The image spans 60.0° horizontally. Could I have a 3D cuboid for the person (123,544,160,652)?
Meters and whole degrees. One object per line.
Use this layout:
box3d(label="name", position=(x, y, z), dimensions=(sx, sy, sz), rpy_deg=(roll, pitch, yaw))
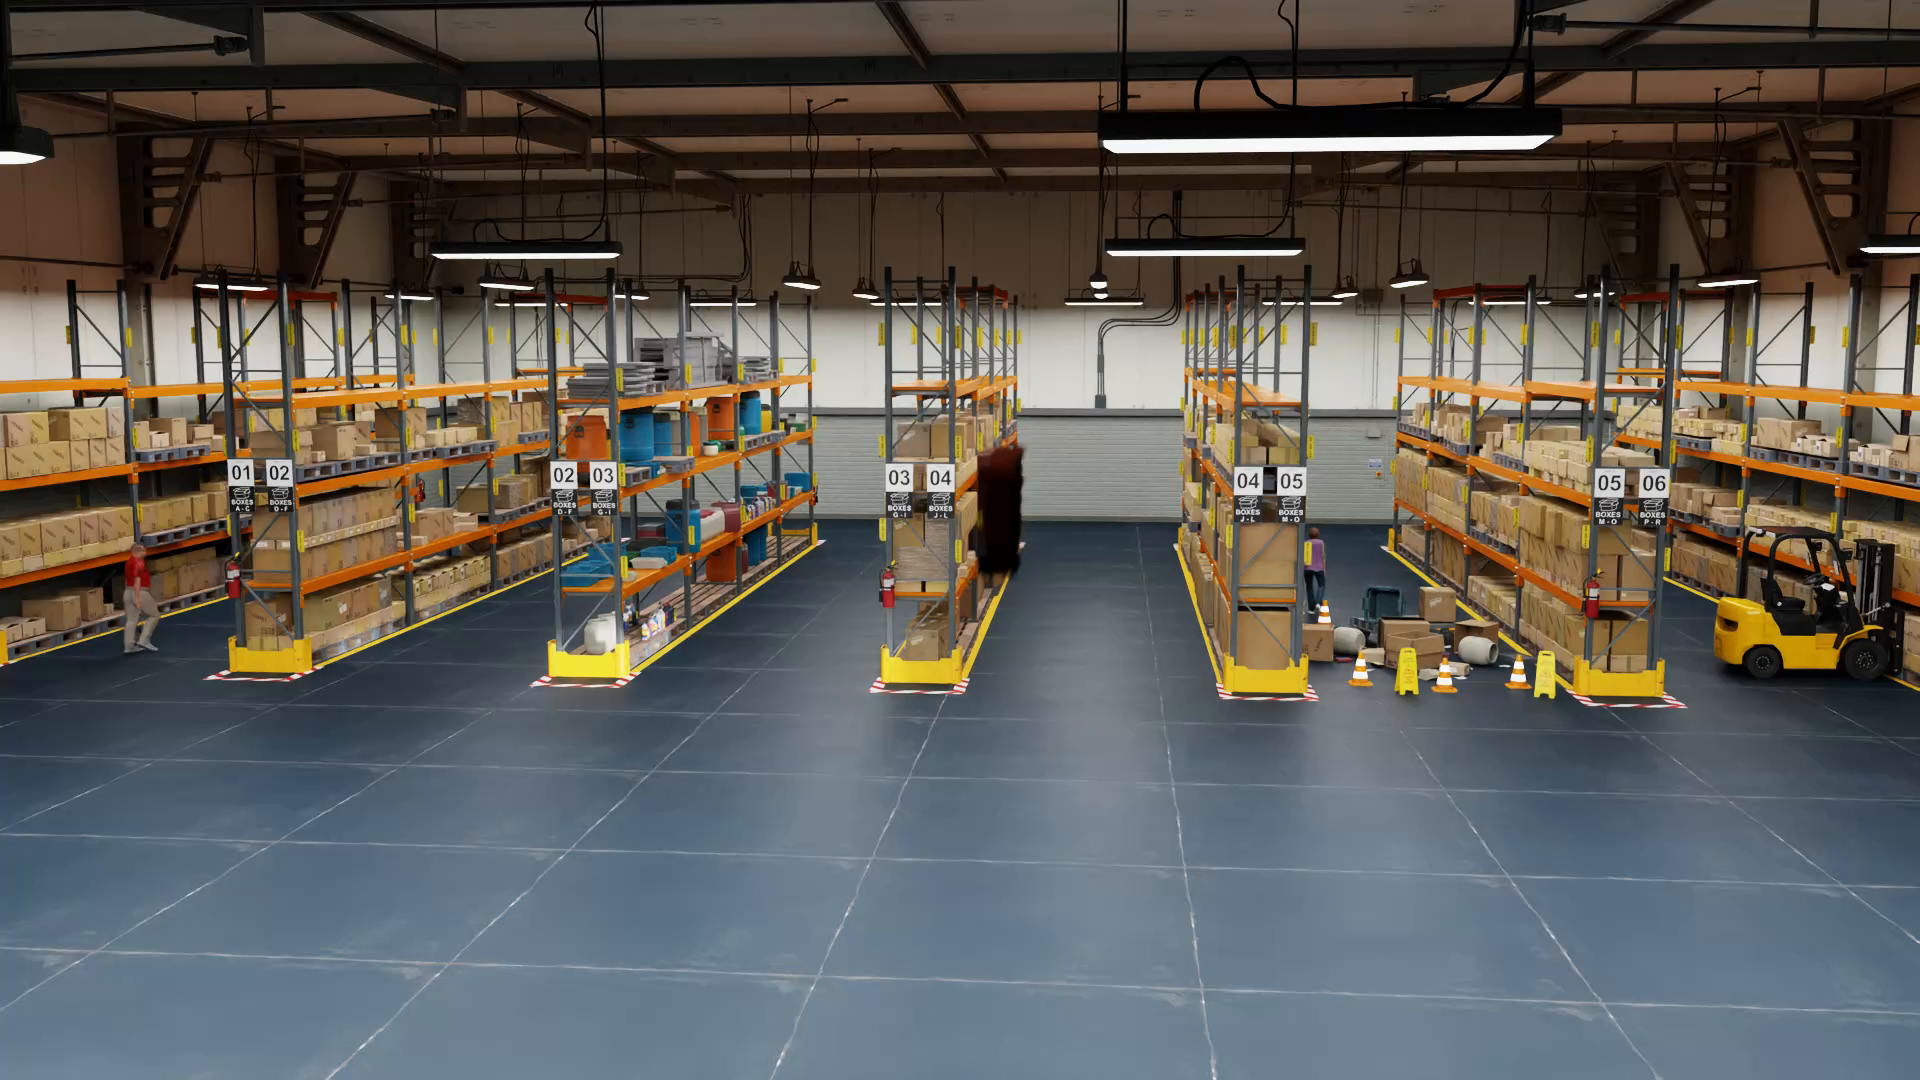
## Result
box3d(label="person", position=(-13.138, 0.933, 26.525), dimensions=(0.562, 1.728, 0.515), rpy_deg=(3, 7, 20))

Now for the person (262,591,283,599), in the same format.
box3d(label="person", position=(-12.851, 0.411, 31.094), dimensions=(0.523, 1.584, 1.075), rpy_deg=(-1, 7, -10))

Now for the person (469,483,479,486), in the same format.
box3d(label="person", position=(-10.874, -0.377, 37.101), dimensions=(0.574, 1.749, 0.472), rpy_deg=(1, 7, 7))

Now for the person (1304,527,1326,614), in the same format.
box3d(label="person", position=(6.422, 0.560, 30.146), dimensions=(0.462, 1.596, 0.454), rpy_deg=(1, 7, 6))
